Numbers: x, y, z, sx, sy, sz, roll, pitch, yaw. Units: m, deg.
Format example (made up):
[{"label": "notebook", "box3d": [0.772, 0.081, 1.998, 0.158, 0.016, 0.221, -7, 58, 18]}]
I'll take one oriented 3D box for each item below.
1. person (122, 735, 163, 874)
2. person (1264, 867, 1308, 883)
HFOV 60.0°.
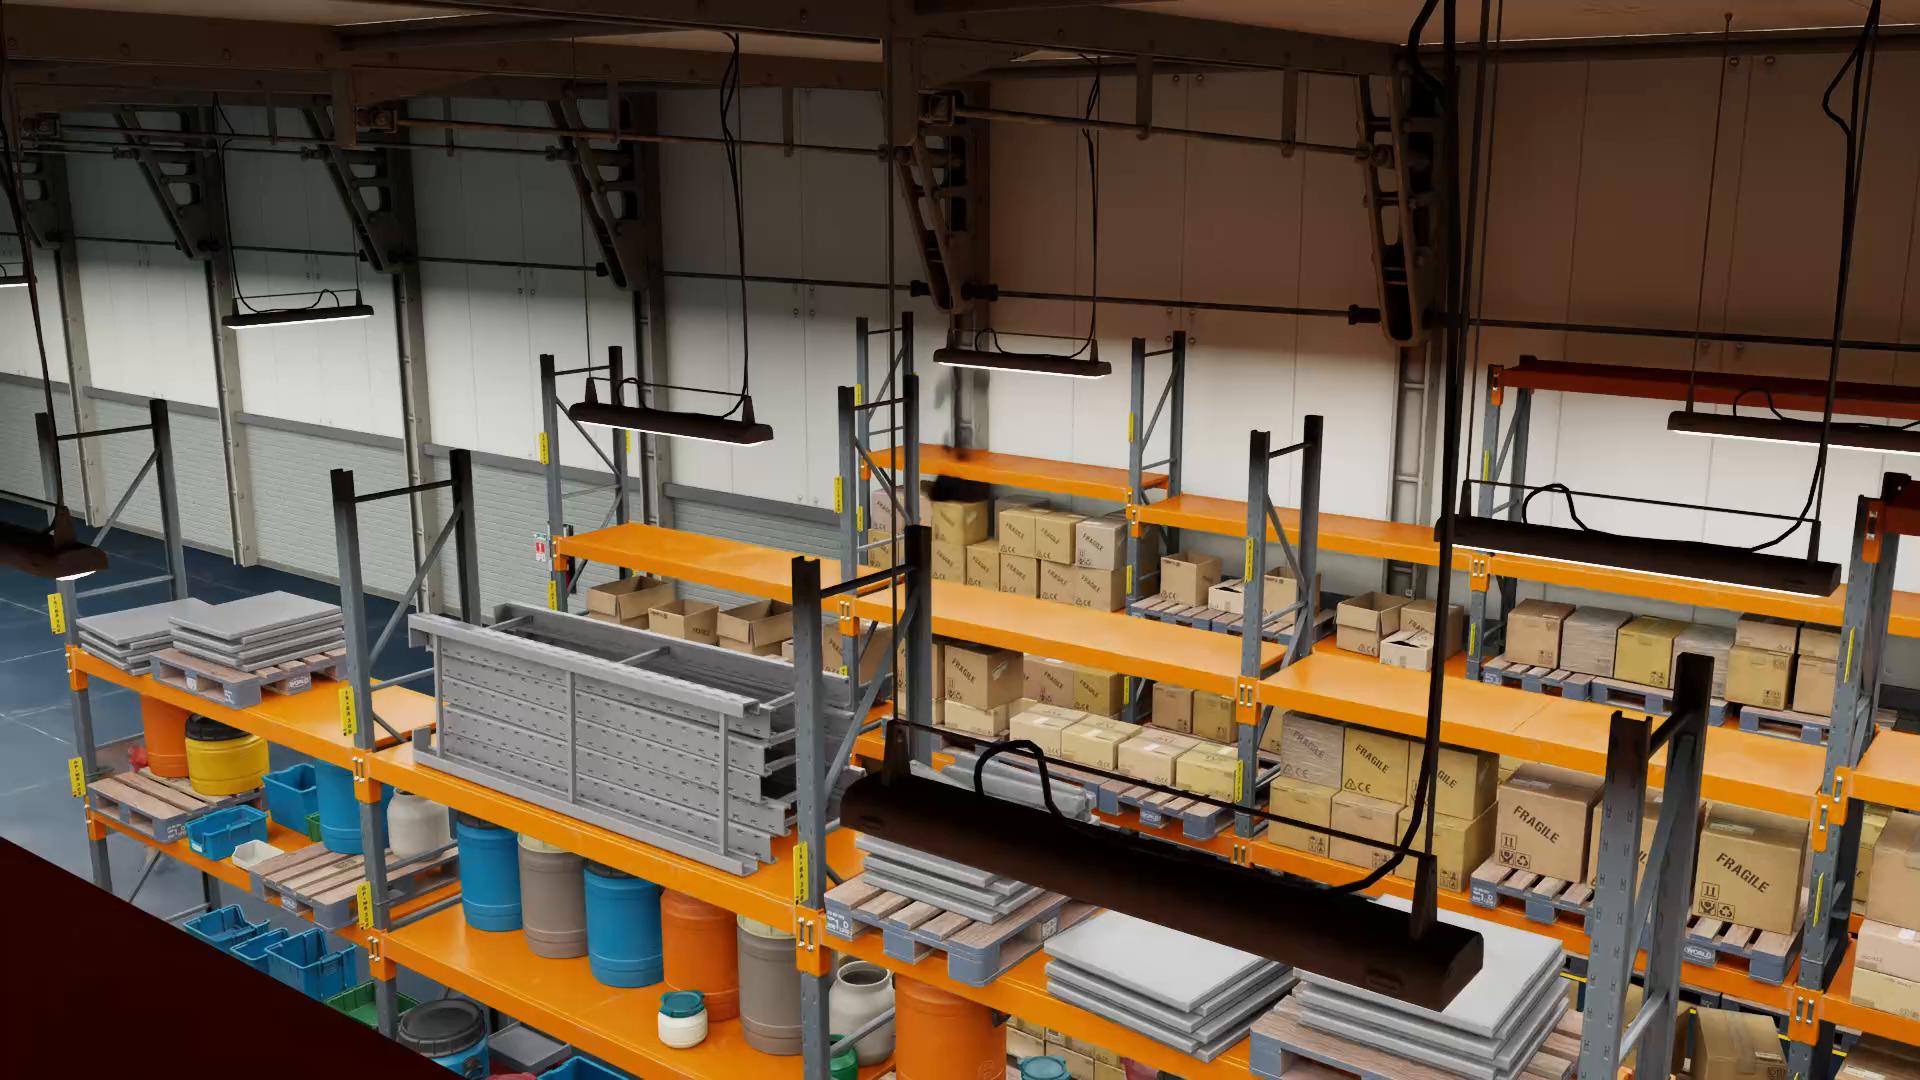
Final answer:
[{"label": "person", "box3d": [-8.988, 2.985, 18.949, 1.014, 1.697, 0.706, -6, 14, -25]}, {"label": "person", "box3d": [3.046, 3.617, 16.123, 0.662, 1.592, 0.505, 5, 14, 22]}]
